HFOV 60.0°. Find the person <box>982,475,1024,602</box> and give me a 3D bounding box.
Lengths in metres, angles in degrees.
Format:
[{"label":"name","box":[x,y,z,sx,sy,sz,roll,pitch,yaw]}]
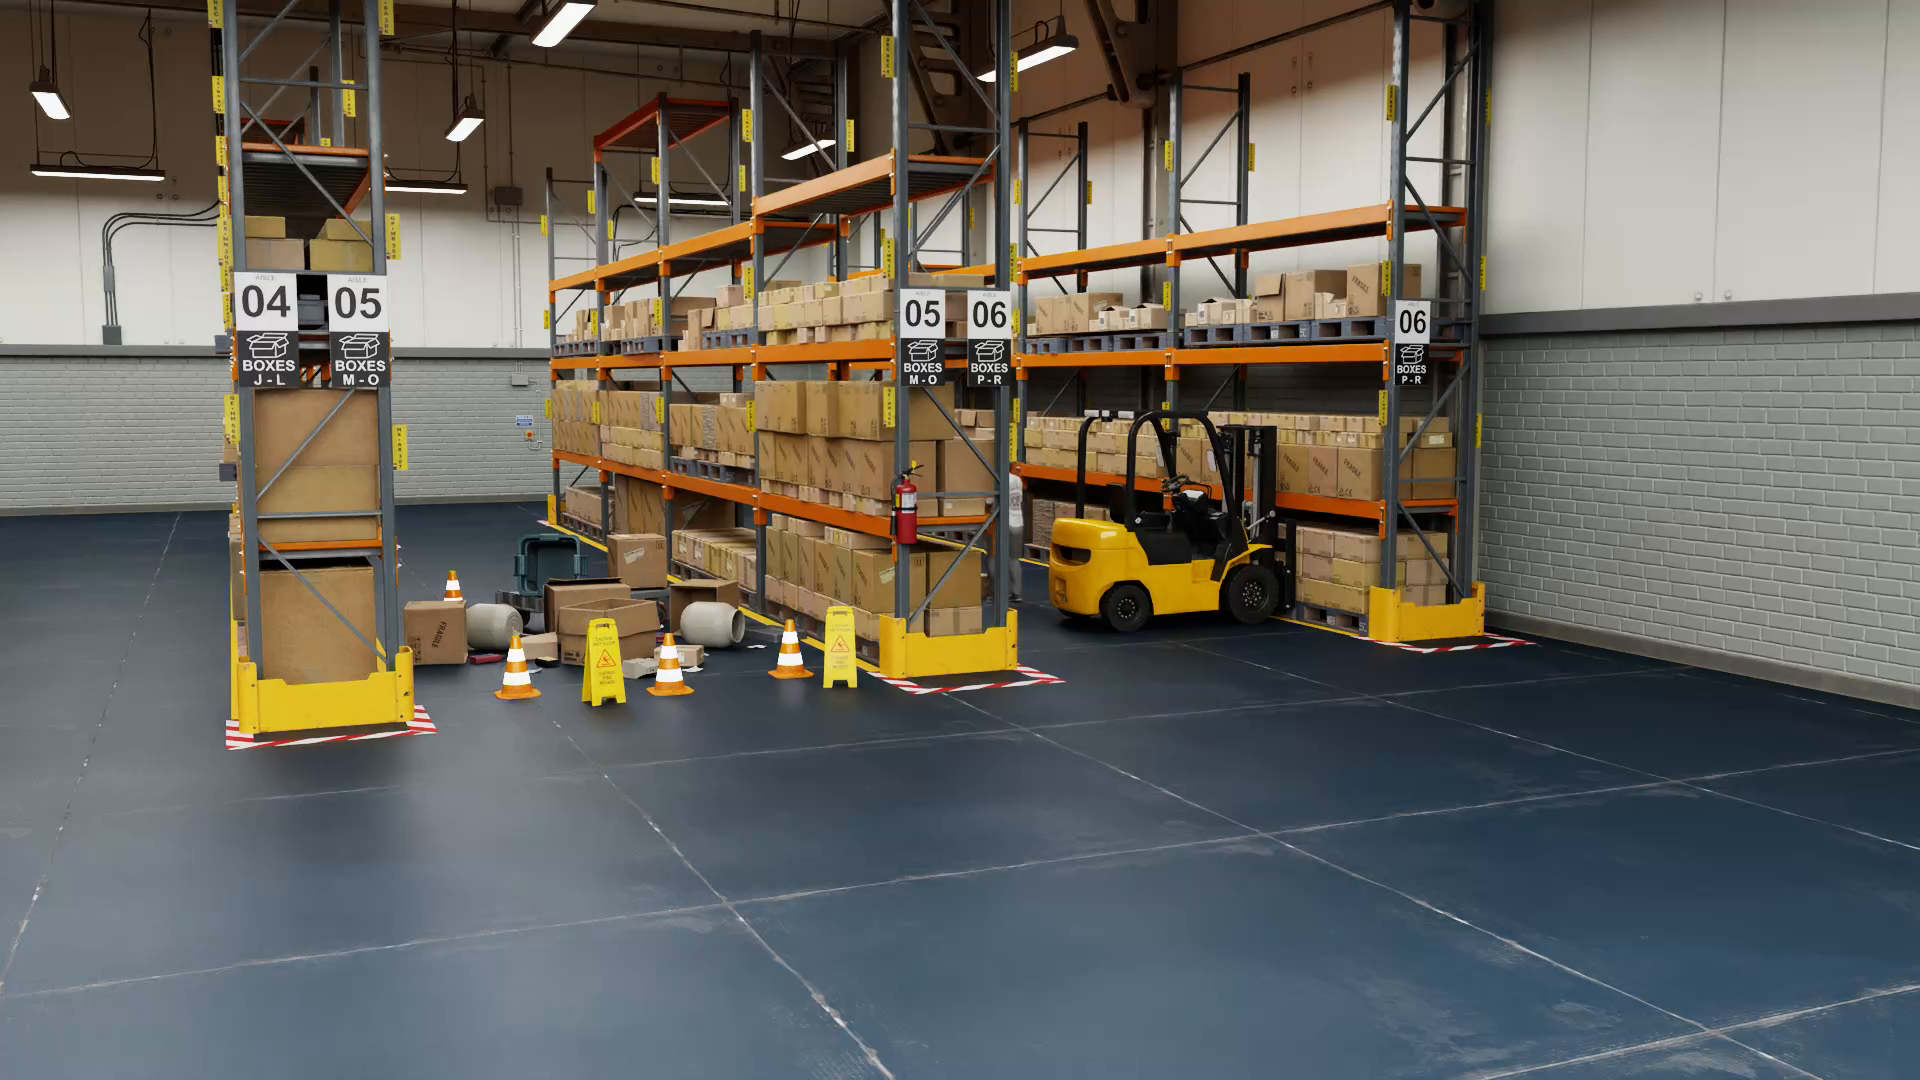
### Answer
[{"label":"person","box":[0.466,-0.112,18.447,0.457,1.624,0.442,-2,6,-22]}]
